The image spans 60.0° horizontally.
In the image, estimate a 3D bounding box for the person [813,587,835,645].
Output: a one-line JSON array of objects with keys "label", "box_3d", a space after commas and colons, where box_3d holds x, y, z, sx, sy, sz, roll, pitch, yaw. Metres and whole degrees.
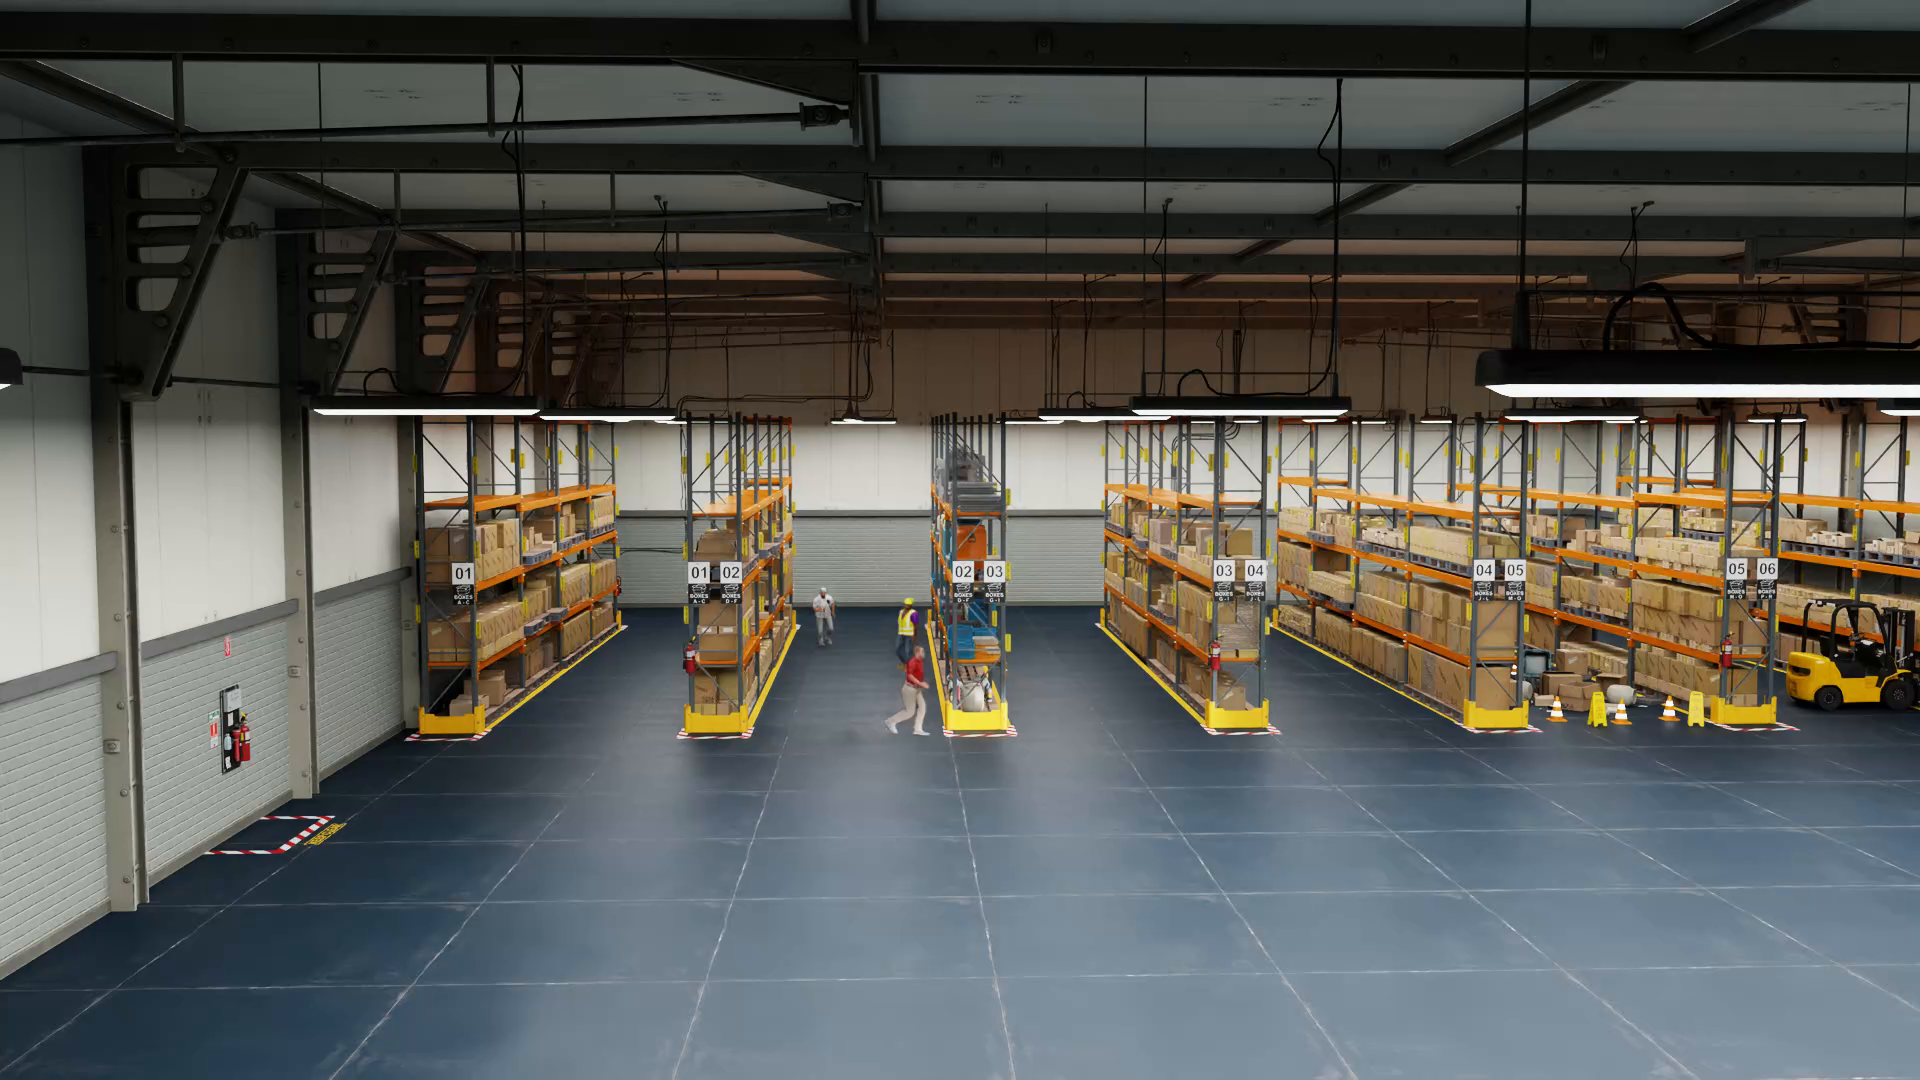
[{"label": "person", "box_3d": [-3.545, 1.996, 43.357, 0.608, 1.557, 0.821, -1, 4, -12]}]

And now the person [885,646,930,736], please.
[{"label": "person", "box_3d": [-0.961, 2.796, 30.768, 0.847, 1.689, 0.658, 1, 4, 11]}]

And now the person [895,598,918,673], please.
[{"label": "person", "box_3d": [-1.228, 2.208, 38.601, 0.633, 1.756, 0.446, 3, 5, 33]}]

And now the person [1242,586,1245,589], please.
[{"label": "person", "box_3d": [8.505, 1.536, 48.593, 0.630, 1.801, 0.722, 2, 4, 27]}]
